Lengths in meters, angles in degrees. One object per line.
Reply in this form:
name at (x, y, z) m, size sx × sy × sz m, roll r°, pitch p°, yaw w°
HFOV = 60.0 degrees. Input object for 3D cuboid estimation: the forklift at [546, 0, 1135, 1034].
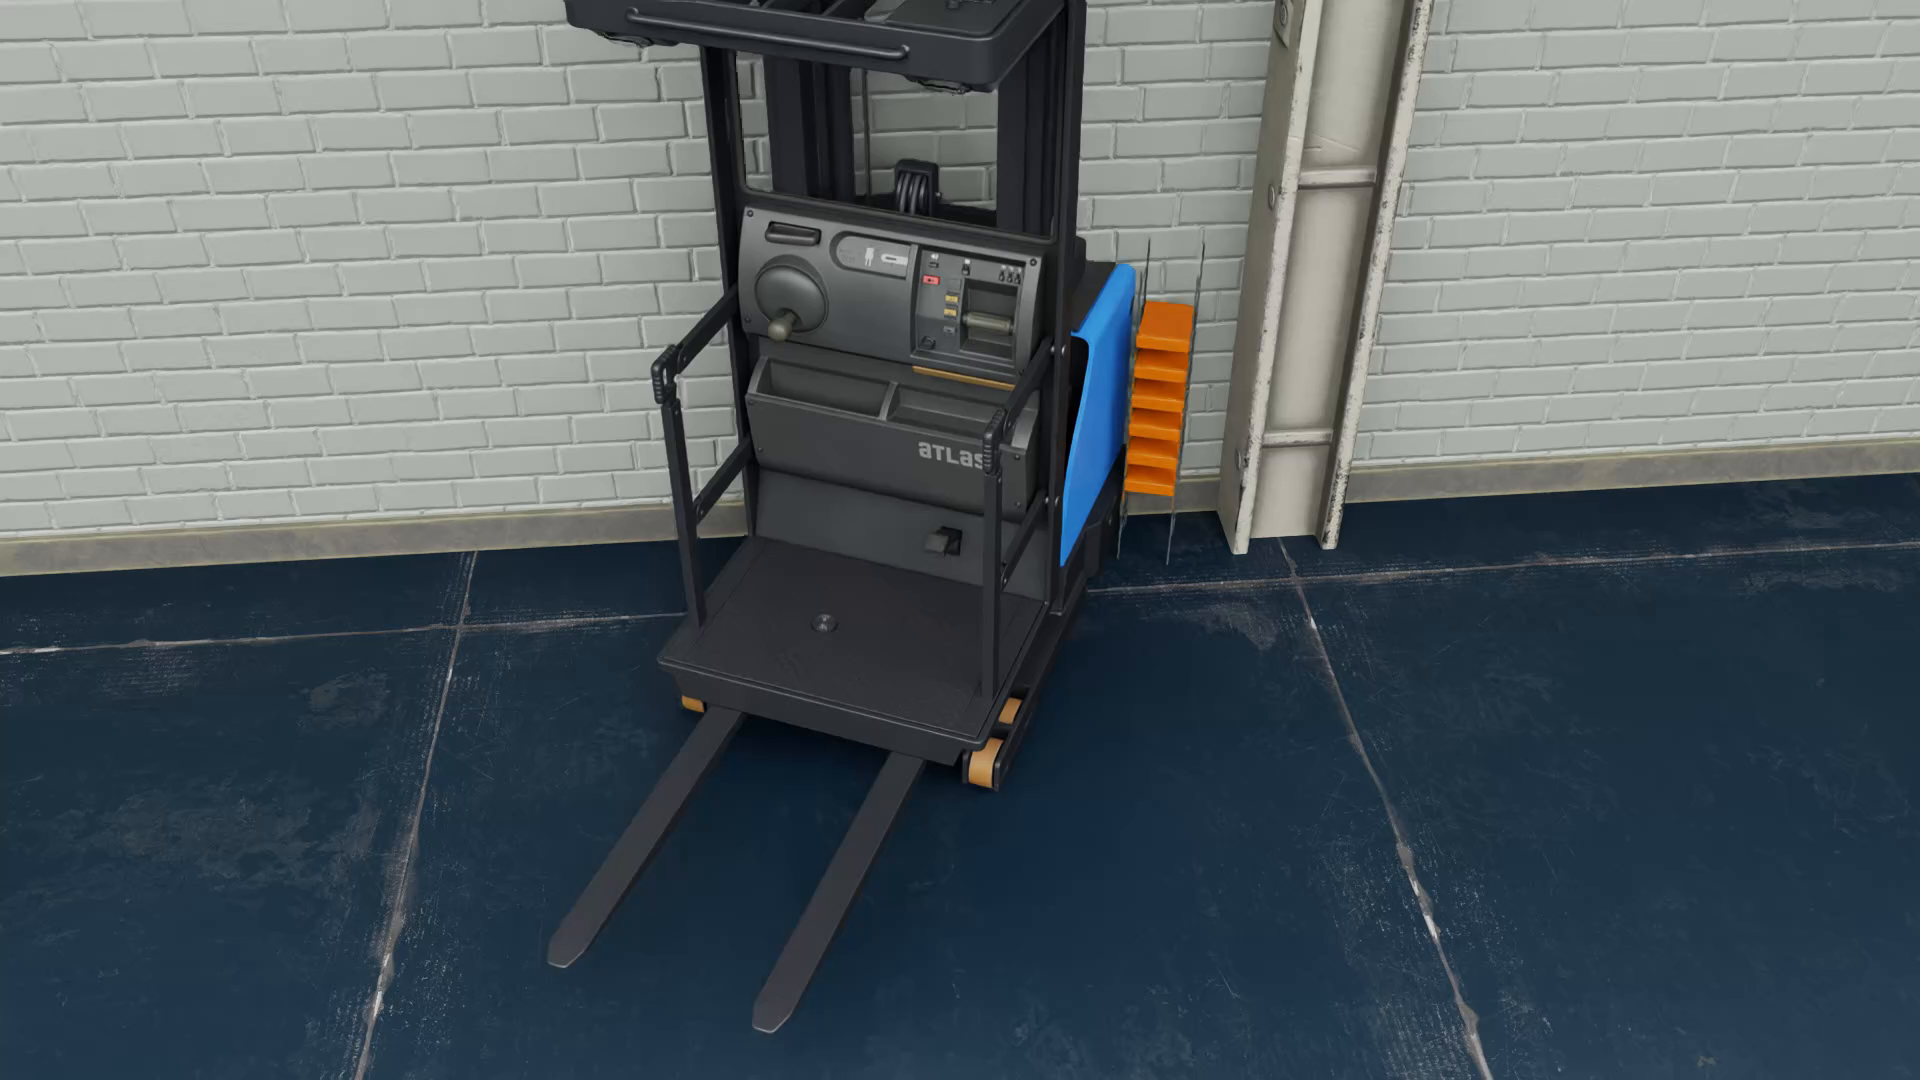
forklift at (-0.286, -0.657, 4.716) m, size 1.130 × 2.935 × 3.031 m, roll 13°, pitch 40°, yaw 15°

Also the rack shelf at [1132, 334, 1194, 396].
rack shelf at (0.703, -0.615, 5.745) m, size 0.180 × 0.103 × 0.258 m, roll 8°, pitch 39°, yaw 9°

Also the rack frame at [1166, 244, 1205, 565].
rack frame at (0.791, -0.450, 5.851) m, size 0.006 × 1.200 × 0.240 m, roll 8°, pitch 39°, yaw 9°

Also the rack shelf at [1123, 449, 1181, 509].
rack shelf at (0.700, -0.239, 6.042) m, size 0.180 × 0.103 × 0.258 m, roll 8°, pitch 39°, yaw 9°

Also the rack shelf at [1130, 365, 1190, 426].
rack shelf at (0.702, -0.521, 5.819) m, size 0.180 × 0.103 × 0.258 m, roll 8°, pitch 39°, yaw 9°

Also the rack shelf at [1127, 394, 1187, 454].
rack shelf at (0.701, -0.427, 5.893) m, size 0.180 × 0.103 × 0.258 m, roll 8°, pitch 39°, yaw 9°

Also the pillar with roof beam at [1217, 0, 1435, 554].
pillar with roof beam at (1.578, -0.929, 0.163) m, size 0.400 × 9.000 × 9.100 m, roll -3°, pitch 38°, yaw -4°

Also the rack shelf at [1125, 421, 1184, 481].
rack shelf at (0.701, -0.333, 5.968) m, size 0.180 × 0.103 × 0.258 m, roll 8°, pitch 39°, yaw 9°

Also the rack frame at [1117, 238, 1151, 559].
rack frame at (0.612, -0.474, 5.880) m, size 0.006 × 1.200 × 0.240 m, roll 8°, pitch 39°, yaw 9°

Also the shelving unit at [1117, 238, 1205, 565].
shelving unit at (0.702, -0.462, 5.866) m, size 0.189 × 1.200 × 0.258 m, roll 8°, pitch 39°, yaw 9°

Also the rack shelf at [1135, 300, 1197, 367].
rack shelf at (0.704, -0.709, 5.670) m, size 0.180 × 0.103 × 0.258 m, roll 8°, pitch 39°, yaw 9°
